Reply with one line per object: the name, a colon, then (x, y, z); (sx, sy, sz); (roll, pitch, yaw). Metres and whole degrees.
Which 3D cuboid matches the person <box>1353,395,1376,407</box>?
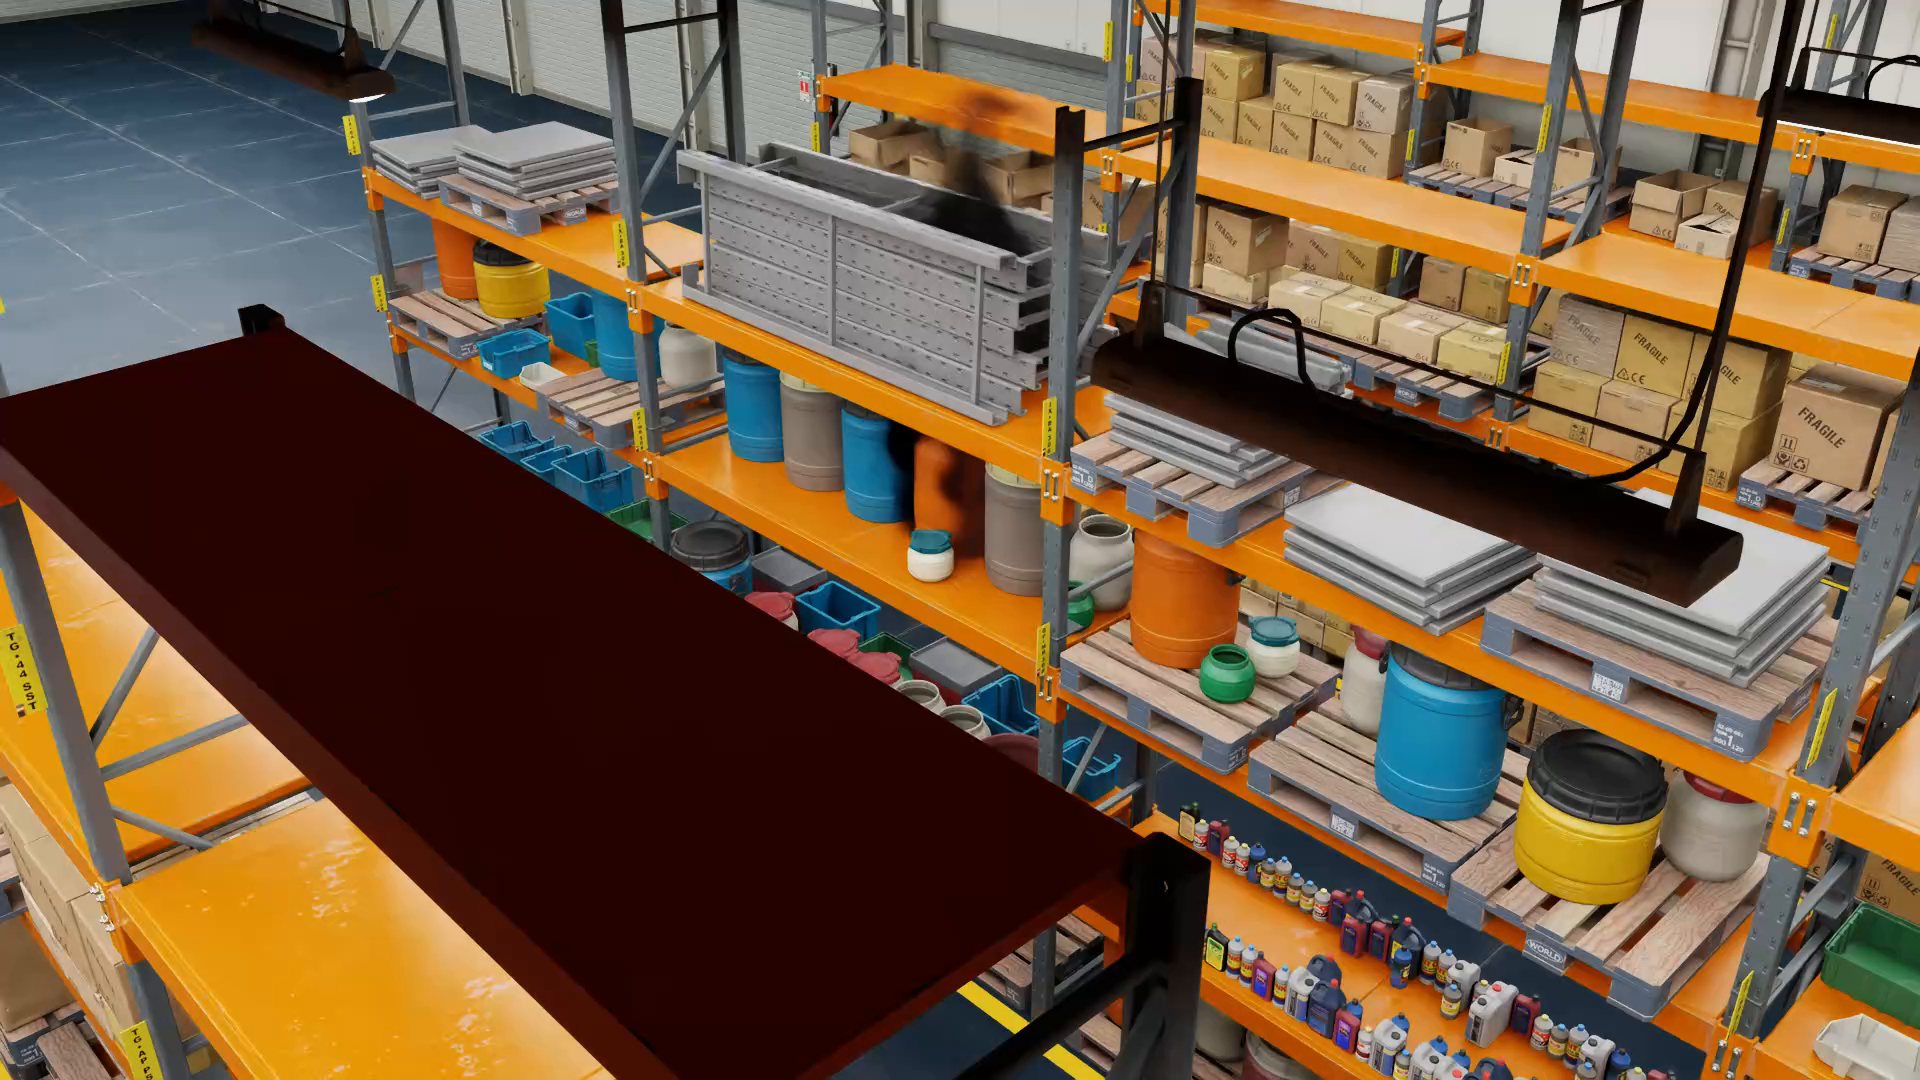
person: (4.022, -0.989, 16.835); (0.880, 1.851, 0.689); (24, 36, 37)
